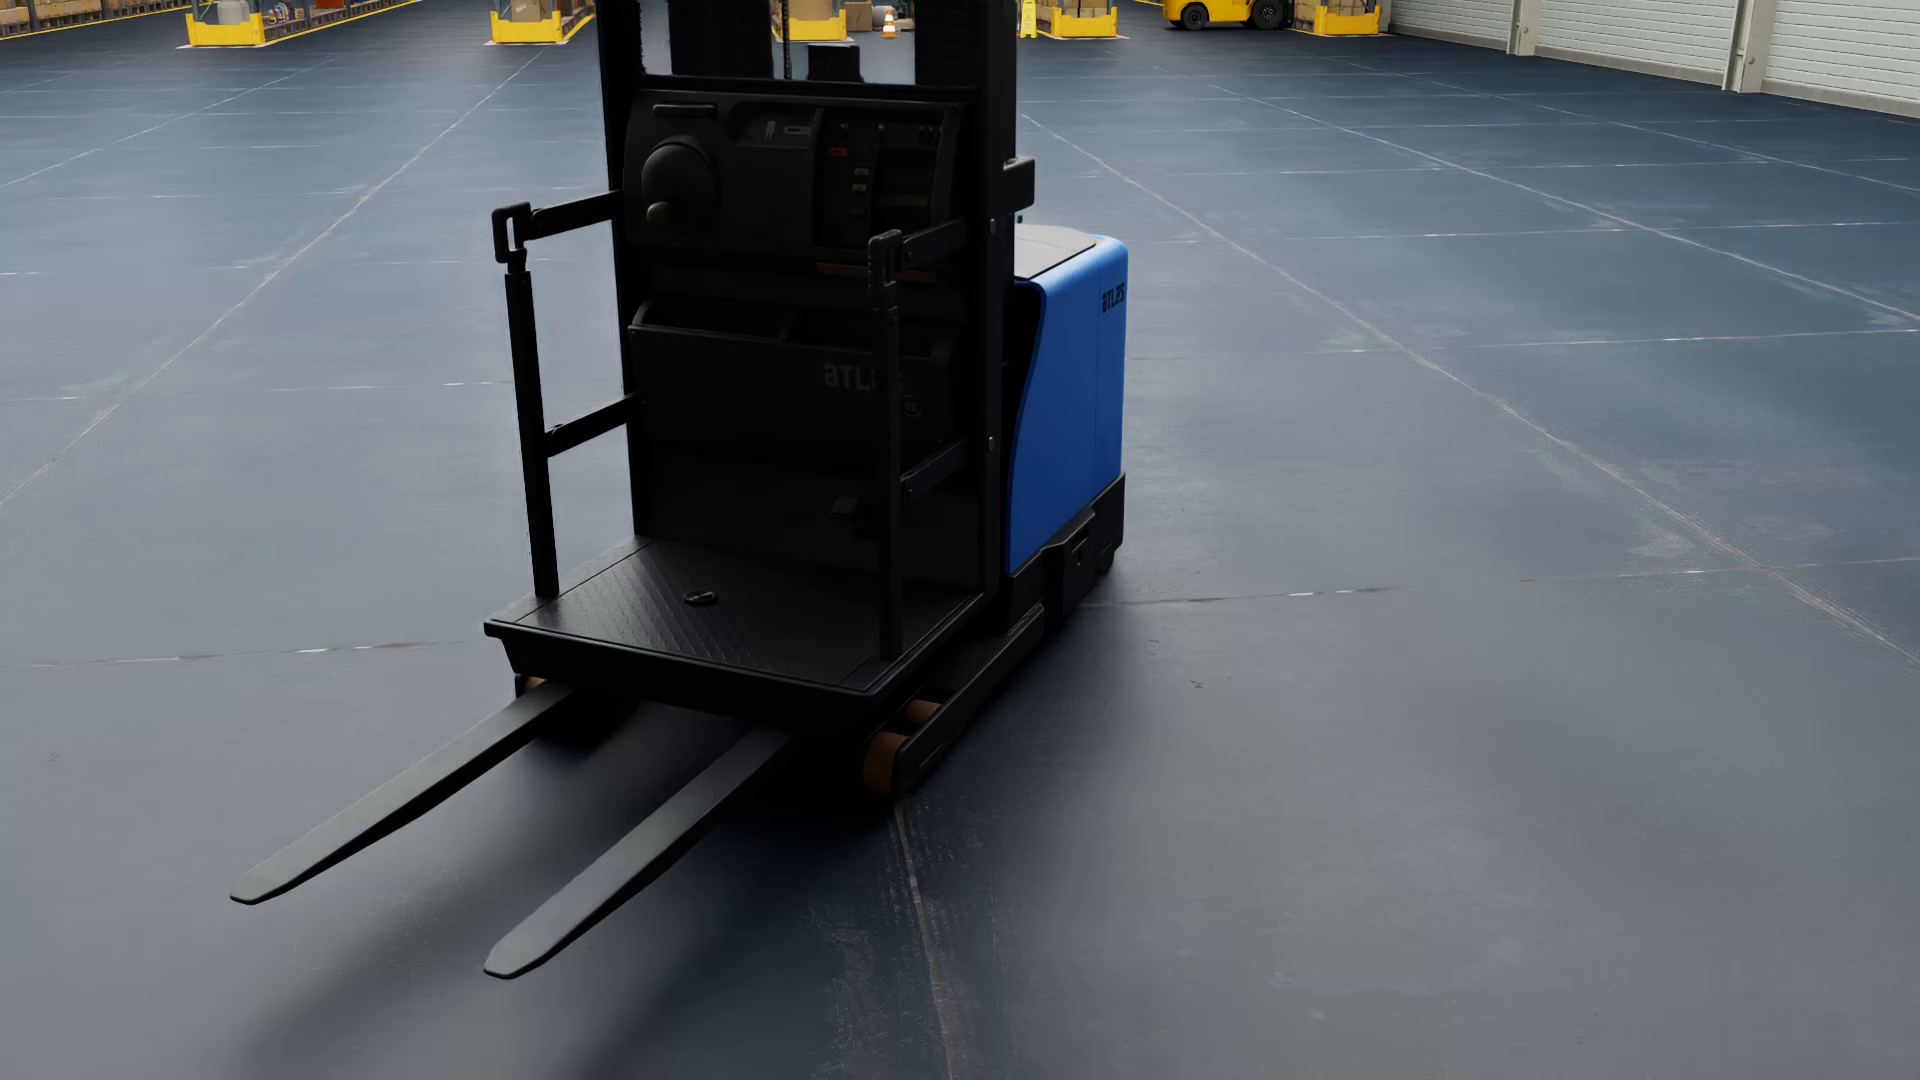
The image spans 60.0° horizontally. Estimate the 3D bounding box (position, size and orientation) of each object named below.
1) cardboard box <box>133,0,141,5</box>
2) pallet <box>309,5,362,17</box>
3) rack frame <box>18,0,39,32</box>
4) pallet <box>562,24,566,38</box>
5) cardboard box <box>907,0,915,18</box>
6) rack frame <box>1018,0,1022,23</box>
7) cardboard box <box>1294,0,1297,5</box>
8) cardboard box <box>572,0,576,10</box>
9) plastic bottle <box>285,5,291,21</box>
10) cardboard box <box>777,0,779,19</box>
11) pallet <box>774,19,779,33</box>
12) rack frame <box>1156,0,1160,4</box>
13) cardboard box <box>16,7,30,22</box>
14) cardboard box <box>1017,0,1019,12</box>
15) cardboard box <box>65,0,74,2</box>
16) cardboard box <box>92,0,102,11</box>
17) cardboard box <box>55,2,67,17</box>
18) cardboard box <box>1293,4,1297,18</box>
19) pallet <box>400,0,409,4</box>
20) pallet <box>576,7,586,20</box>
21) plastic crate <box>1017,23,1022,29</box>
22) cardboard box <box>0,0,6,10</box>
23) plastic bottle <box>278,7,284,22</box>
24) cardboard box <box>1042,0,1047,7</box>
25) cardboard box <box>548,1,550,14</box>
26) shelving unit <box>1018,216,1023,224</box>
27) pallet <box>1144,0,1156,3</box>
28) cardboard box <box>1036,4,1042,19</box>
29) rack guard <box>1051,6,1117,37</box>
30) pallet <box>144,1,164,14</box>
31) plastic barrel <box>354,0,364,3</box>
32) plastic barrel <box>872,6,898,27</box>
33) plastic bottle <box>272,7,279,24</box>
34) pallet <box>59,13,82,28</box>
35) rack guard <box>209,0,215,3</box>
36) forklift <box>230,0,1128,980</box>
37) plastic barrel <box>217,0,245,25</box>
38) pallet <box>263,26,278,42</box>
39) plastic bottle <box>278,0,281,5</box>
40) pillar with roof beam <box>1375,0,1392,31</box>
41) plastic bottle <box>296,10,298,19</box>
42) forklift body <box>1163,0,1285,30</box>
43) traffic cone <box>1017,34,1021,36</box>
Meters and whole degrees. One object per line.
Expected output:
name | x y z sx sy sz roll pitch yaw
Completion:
cardboard box | -18.501 -12.109 36.793 0.500 0.500 0.500 -4 21 -10
pallet | -13.742 -11.579 36.417 1.003 0.211 1.213 -3 21 -8
rack frame | -17.913 -10.981 30.830 1.000 3.000 0.127 -3 21 -8
pallet | -7.626 -9.098 29.773 1.003 0.211 1.213 -3 21 -8
cardboard box | -0.628 -10.292 32.360 0.797 0.637 0.503 -3 21 -8
rack frame | 1.697 -11.979 33.503 1.000 3.000 0.127 -3 21 -8
cardboard box | 6.648 -10.494 32.140 0.500 0.250 0.500 -3 21 -9
cardboard box | -8.389 -11.281 34.577 0.700 0.500 0.500 -1 21 -3
plastic bottle | -12.540 -9.834 31.013 0.061 0.283 0.133 -2 21 -4
cardboard box | -3.032 -10.363 31.611 0.875 0.875 0.875 -3 21 -7
pallet | -2.976 -9.698 31.380 1.003 0.211 1.213 -3 21 -8
rack frame | 5.455 -15.001 41.593 1.000 3.000 0.127 -3 21 -8
cardboard box | -17.630 -9.740 30.838 0.500 0.250 0.500 -3 21 -8
cardboard box | 1.619 -11.127 34.375 0.950 0.372 0.625 -3 21 -7
cardboard box | -17.949 -10.840 32.982 0.500 0.311 0.500 -2 21 -6
cardboard box | -18.172 -11.105 34.491 0.500 0.250 0.500 -2 21 -6
cardboard box | -17.876 -10.398 32.599 0.500 0.250 0.500 -4 21 -9
cardboard box | 6.679 -10.248 32.196 0.500 0.250 0.500 -3 21 -7
pallet | -14.660 -13.791 42.338 1.003 0.211 1.213 -3 21 -8
pallet | -8.575 -11.288 35.636 1.003 0.211 1.213 -3 21 -8
plastic crate | 1.112 -10.027 32.448 0.402 0.080 0.583 -11 23 -26
cardboard box | -17.494 -9.745 29.778 0.500 0.500 0.500 -3 21 -8
plastic bottle | -12.480 -9.640 30.509 0.097 0.271 0.097 0 20 0
cardboard box | 1.821 -10.299 31.262 0.500 0.500 0.500 -2 21 -6
cardboard box | -7.798 -9.760 30.534 0.500 0.500 0.500 -1 21 -3
shelving unit | 0.108 -0.575 5.756 0.215 1.050 0.252 1 21 3
pallet | 5.357 -13.932 42.717 1.003 0.211 1.213 -3 21 -8
cardboard box | 1.743 -10.130 31.881 0.500 0.250 0.500 -4 21 -10
rack guard | 2.262 -9.450 30.303 1.175 0.500 0.348 -3 21 -8
pallet | -18.912 -12.165 37.985 1.003 0.211 1.213 -3 21 -8
plastic barrel | -14.000 -12.779 38.042 0.600 0.901 0.708 -3 21 -8
plastic barrel | -1.505 -10.172 32.347 0.512 0.421 0.421 12 24 30
plastic bottle | -12.402 -9.501 30.121 0.061 0.283 0.133 -3 21 -7
pallet | -18.237 -10.351 33.129 1.003 0.211 1.213 -3 21 -8
rack guard | -19.632 -13.939 42.321 1.175 0.500 0.348 -3 21 -8
forklift | -0.512 -0.912 3.968 1.130 2.935 3.031 9 22 22
plastic barrel | -12.605 -9.100 28.749 0.421 0.512 0.421 0 20 0
pallet | -12.604 -8.844 29.094 1.003 0.211 1.213 -3 21 -8
plastic bottle | -12.776 -9.979 31.305 0.144 0.351 0.185 -3 21 -8
pillar with roof beam | 3.716 -13.726 29.605 9.100 9.000 0.400 -3 21 -8
plastic bottle | -12.650 -10.015 31.614 0.097 0.201 0.097 0 20 0
forklift body | 5.106 -11.013 32.129 2.313 2.155 1.214 -3 21 -8
traffic cone | 0.935 -9.490 30.463 0.336 0.463 0.334 -3 21 -8
